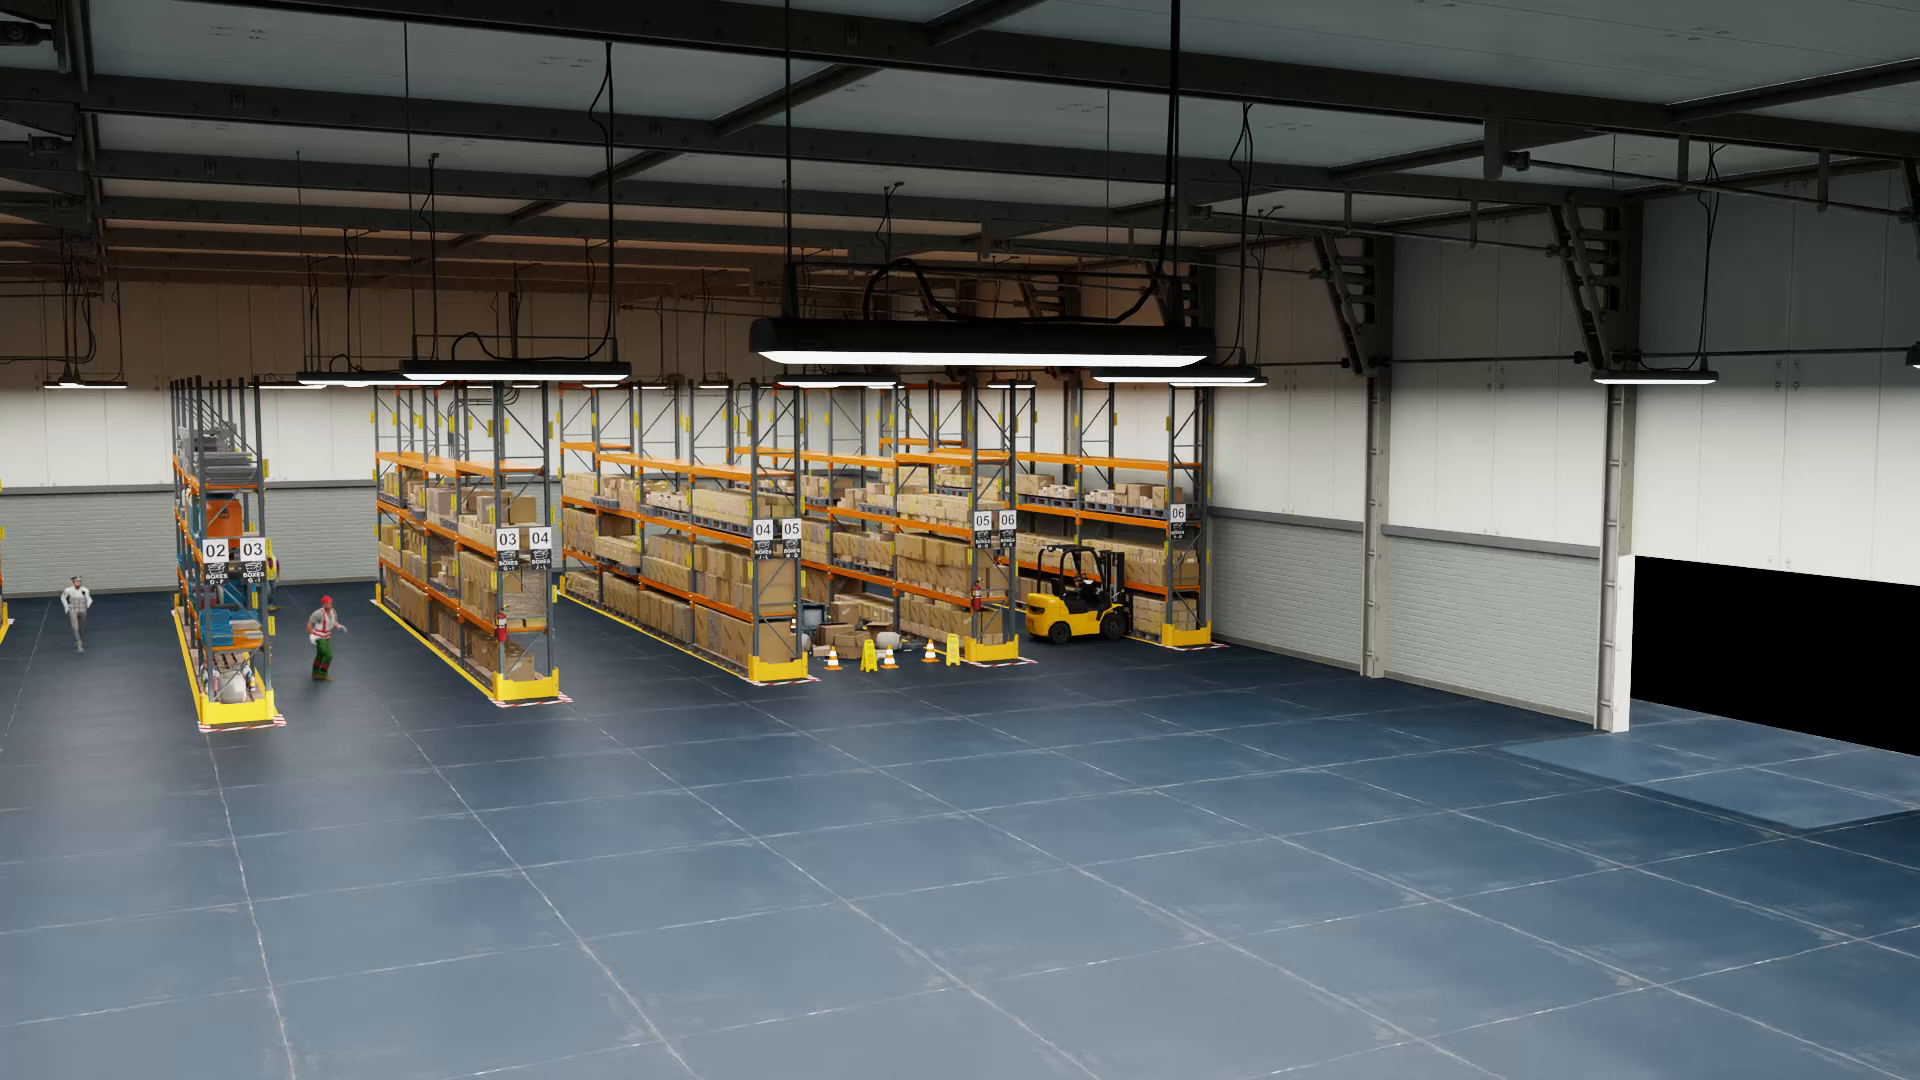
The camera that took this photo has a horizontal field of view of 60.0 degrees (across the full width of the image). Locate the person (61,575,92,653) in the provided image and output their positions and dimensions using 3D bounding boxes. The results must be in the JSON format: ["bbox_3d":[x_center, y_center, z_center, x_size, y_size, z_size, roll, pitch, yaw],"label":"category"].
[{"bbox_3d":[-19.554,1.608,36.842,0.583,1.684,0.905,-4,7,-40],"label":"person"}]

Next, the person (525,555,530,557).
[{"bbox_3d":[-11.563,0.853,44.864,0.701,1.719,0.635,-3,6,-31],"label":"person"}]

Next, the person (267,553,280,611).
[{"bbox_3d":[-18.129,1.048,43.544,0.814,1.658,0.689,4,6,35],"label":"person"}]

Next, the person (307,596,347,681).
[{"bbox_3d":[-12.614,1.955,33.071,0.848,1.732,0.668,1,5,8],"label":"person"}]
